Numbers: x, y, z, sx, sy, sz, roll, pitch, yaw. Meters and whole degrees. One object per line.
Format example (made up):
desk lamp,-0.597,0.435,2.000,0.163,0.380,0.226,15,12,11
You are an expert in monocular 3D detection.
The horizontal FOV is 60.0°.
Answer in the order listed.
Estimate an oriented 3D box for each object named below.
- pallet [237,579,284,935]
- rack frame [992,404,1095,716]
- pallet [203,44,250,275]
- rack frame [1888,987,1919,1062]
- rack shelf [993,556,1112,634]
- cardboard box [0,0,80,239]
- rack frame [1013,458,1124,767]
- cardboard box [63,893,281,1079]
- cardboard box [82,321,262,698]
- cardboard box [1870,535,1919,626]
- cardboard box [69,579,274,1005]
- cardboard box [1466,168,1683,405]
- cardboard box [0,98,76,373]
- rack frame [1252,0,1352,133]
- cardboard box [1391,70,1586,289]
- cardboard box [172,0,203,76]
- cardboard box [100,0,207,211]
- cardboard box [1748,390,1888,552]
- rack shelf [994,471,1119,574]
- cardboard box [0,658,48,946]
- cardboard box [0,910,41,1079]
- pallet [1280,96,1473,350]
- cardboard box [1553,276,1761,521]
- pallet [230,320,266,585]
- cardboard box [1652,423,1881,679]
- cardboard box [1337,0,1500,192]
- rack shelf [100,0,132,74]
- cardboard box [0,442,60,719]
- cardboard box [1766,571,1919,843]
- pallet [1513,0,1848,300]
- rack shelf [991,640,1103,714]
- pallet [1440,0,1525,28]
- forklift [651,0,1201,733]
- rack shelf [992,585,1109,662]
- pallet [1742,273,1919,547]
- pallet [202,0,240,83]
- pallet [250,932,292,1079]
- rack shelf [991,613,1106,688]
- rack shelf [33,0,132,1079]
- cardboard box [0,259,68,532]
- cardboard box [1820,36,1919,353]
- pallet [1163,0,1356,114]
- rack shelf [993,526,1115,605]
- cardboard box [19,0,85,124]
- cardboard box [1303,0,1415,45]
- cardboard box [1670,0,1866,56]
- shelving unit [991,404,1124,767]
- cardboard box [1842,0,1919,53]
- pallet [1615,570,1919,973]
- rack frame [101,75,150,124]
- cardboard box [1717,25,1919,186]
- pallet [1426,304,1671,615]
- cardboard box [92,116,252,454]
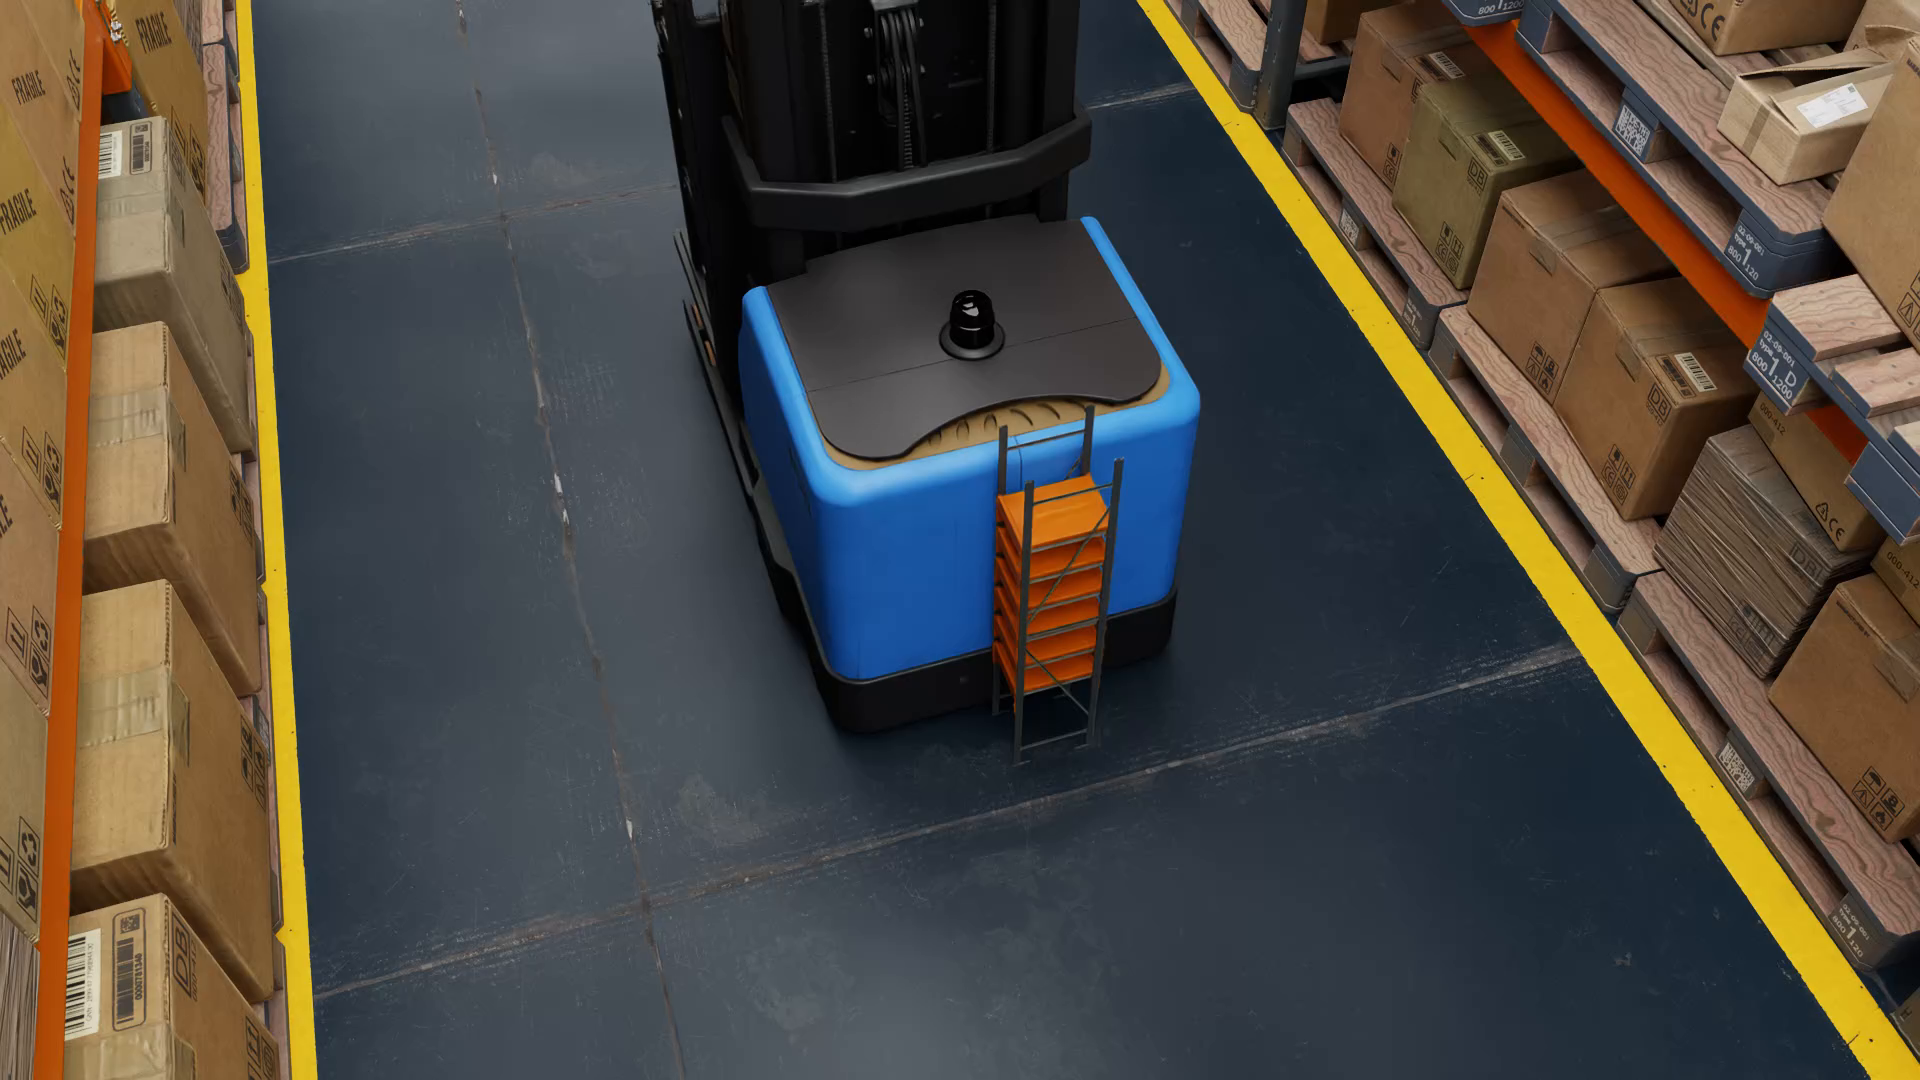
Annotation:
pallet,-2.431,0.642,4.571,1.003,0.211,1.213,-13,51,-11
rack frame,0.207,0.093,4.386,0.240,1.200,0.006,-14,51,-12
pallet,-3.246,-1.370,6.267,1.003,0.211,1.213,-13,51,-11
rack frame,2.855,0.178,3.138,1.000,3.000,0.127,-13,51,-11
rack shelf,0.235,0.111,4.273,0.258,0.103,0.180,-14,51,-12
cardboard box,-2.537,-1.039,4.098,0.500,0.500,0.500,-14,51,-11
rack frame,0.264,0.226,4.274,0.240,1.200,0.006,-14,51,-12
cardboard box,-2.007,1.350,3.347,1.050,0.750,0.750,-14,51,-11
cardboard box,-2.545,0.032,4.458,1.050,0.750,0.750,-13,51,-11
cardboard box,2.628,0.117,4.046,0.500,0.250,0.500,-11,51,-9
cardboard box,-2.269,0.712,3.884,1.050,0.750,0.750,-13,51,-10
cardboard box,2.122,-0.865,5.365,0.700,0.500,0.500,-17,52,-14
cardboard box,-2.387,-0.669,3.787,0.500,0.500,0.500,-13,51,-11
rack frame,1.672,-2.744,5.601,1.000,3.000,0.127,-13,51,-11
cardboard box,1.956,-1.274,5.709,0.700,0.500,0.500,-14,51,-11
cardboard box,-3.485,-2.279,6.325,0.875,0.875,0.875,-13,51,-11
cardboard box,-3.215,-1.622,5.770,0.875,0.875,0.875,-13,51,-10
cardboard box,2.462,-0.268,4.371,0.500,0.250,0.500,-8,50,-7
rack shelf,0.235,-0.043,4.089,0.258,0.103,0.180,-14,51,-12
cardboard box,-1.941,0.434,2.857,0.500,0.500,0.500,-14,51,-11
cardboard box,-1.788,0.804,2.545,0.500,0.500,0.500,-13,51,-11
pallet,1.904,-1.277,6.188,1.003,0.211,1.213,-13,51,-11
cardboard box,2.287,-0.458,5.021,0.700,0.500,0.500,-9,51,-8
pallet,-2.796,-0.251,5.323,1.003,0.211,1.213,-13,51,-11
cardboard box,2.461,-0.045,4.674,0.700,0.500,0.500,-17,52,-14
cardboard box,1.833,-1.627,6.006,0.700,0.500,0.500,-17,52,-14
rack shelf,-3.687,-2.925,6.224,1.077,0.370,4.000,-13,51,-11
cardboard box,-2.090,0.065,3.168,0.500,0.500,0.500,-13,51,-11
cardboard box,2.638,0.357,4.334,0.700,0.500,0.500,-16,52,-13
pallet,2.230,-1.197,4.423,1.003,0.211,1.213,-13,51,-11
rack shelf,0.235,0.343,4.548,0.258,0.103,0.180,-14,51,-12
pallet,1.759,-2.091,5.176,1.003,0.211,1.213,-13,51,-11
forklift,-0.318,-1.557,4.645,1.130,2.935,3.031,-14,51,-12
rack shelf,0.235,0.189,4.364,0.258,0.103,0.180,-14,51,-12
pallet,2.542,-0.257,3.630,1.213,0.211,1.003,-13,51,-11
pallet,-3.611,-2.263,7.020,1.003,0.211,1.213,-13,51,-11
pallet,-2.074,1.531,3.821,1.003,0.211,1.213,-13,51,-11
rack shelf,0.235,0.266,4.456,0.258,0.103,0.180,-14,51,-12
rack shelf,-2.504,-0.003,3.762,1.077,0.370,4.000,-13,51,-11
cardboard box,-2.235,-0.299,3.475,0.500,0.500,0.500,-14,51,-11
cardboard box,2.396,-0.760,3.589,0.700,0.500,0.500,-7,50,-6
pallet,1.440,-2.327,7.074,1.003,0.211,1.213,-13,51,-11
rack shelf,0.235,0.034,4.181,0.258,0.103,0.180,-14,51,-12
cardboard box,-2.686,-1.408,4.409,0.500,0.500,0.500,-14,51,-11
cardboard box,1.592,-2.375,6.650,0.500,0.500,0.500,-15,51,-12
cardboard box,2.273,-1.667,4.351,0.797,0.503,0.637,-9,50,-7
shelving unit,0.235,0.160,4.330,0.258,1.200,0.189,-14,51,-12
cardboard box,2.579,-1.185,4.111,0.500,0.250,0.500,-15,51,-12
pallet,2.625,0.505,4.686,1.003,0.211,1.213,-13,51,-11
rack frame,-3.096,-1.696,4.718,1.000,3.000,0.127,-13,51,-11
cardboard box,2.104,-1.071,4.004,0.396,0.266,0.258,-15,51,-12
pallet,2.268,-0.384,5.436,1.003,0.211,1.213,-13,51,-11
cardboard box,-2.826,-0.673,5.052,1.050,0.750,0.750,-14,51,-11
